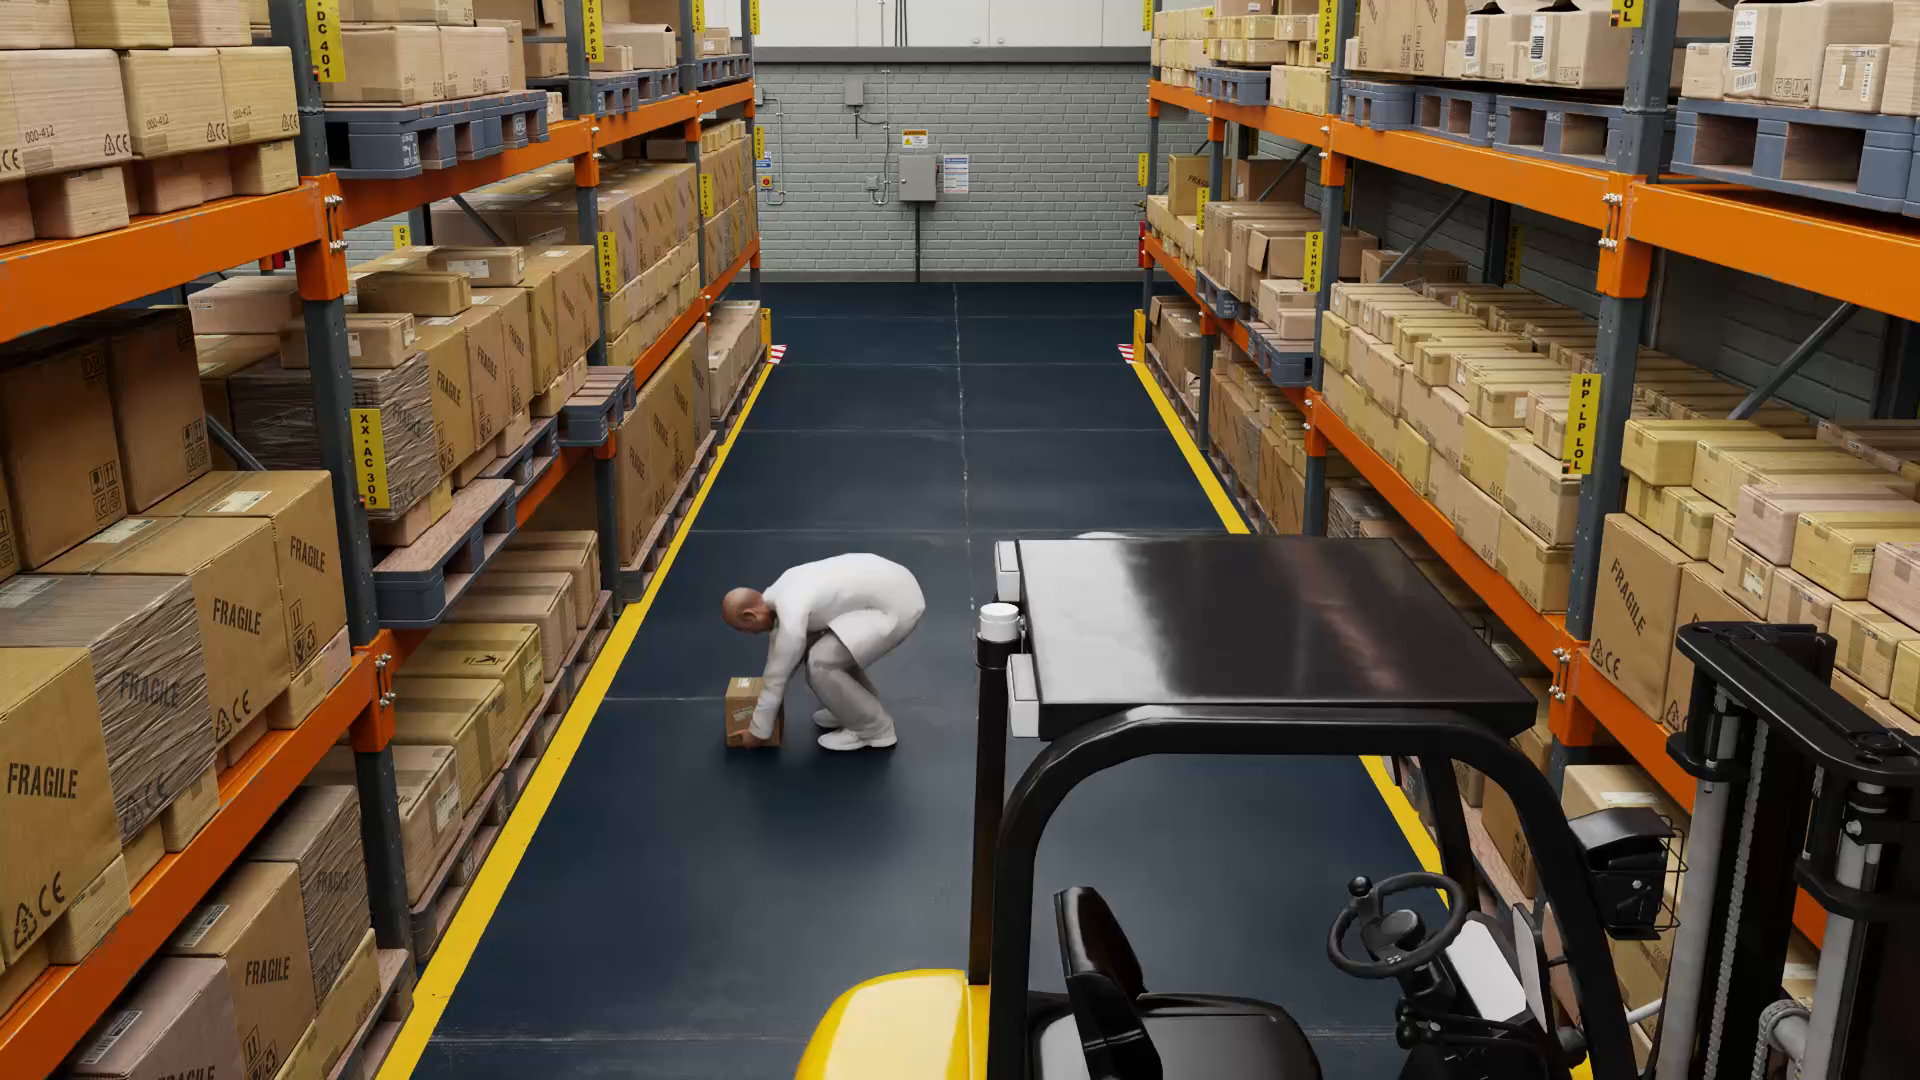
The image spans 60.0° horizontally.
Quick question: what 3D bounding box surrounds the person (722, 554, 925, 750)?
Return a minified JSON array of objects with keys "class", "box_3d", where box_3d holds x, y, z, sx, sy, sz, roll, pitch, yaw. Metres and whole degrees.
[{"class":"person","box_3d":[-0.639,0.536,7.890,0.952,0.888,0.590,-1,17,-3]}]
